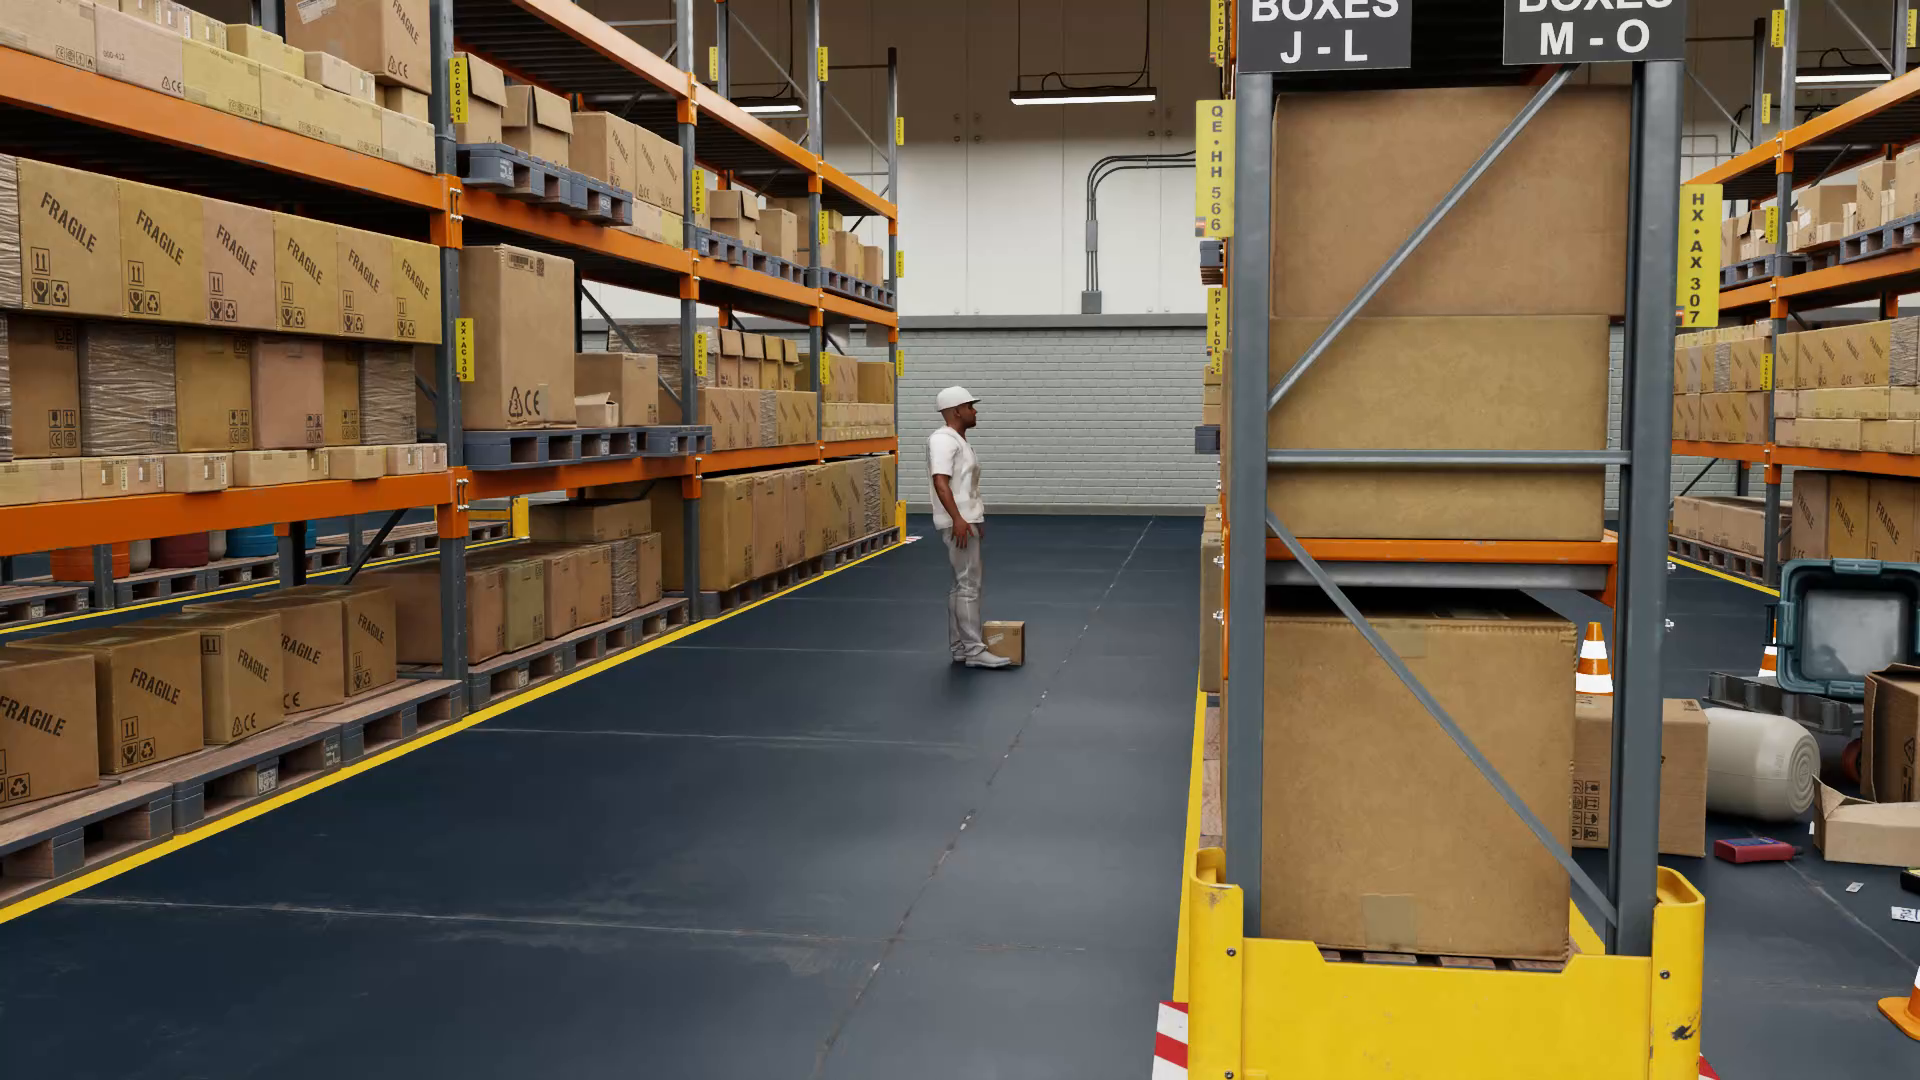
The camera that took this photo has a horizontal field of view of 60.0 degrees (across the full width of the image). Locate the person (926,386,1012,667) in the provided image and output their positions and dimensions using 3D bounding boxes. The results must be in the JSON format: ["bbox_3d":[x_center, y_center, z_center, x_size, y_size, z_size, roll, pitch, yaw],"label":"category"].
[{"bbox_3d":[0.080,-0.100,10.667,0.576,1.766,0.665,1,4,9],"label":"person"}]
